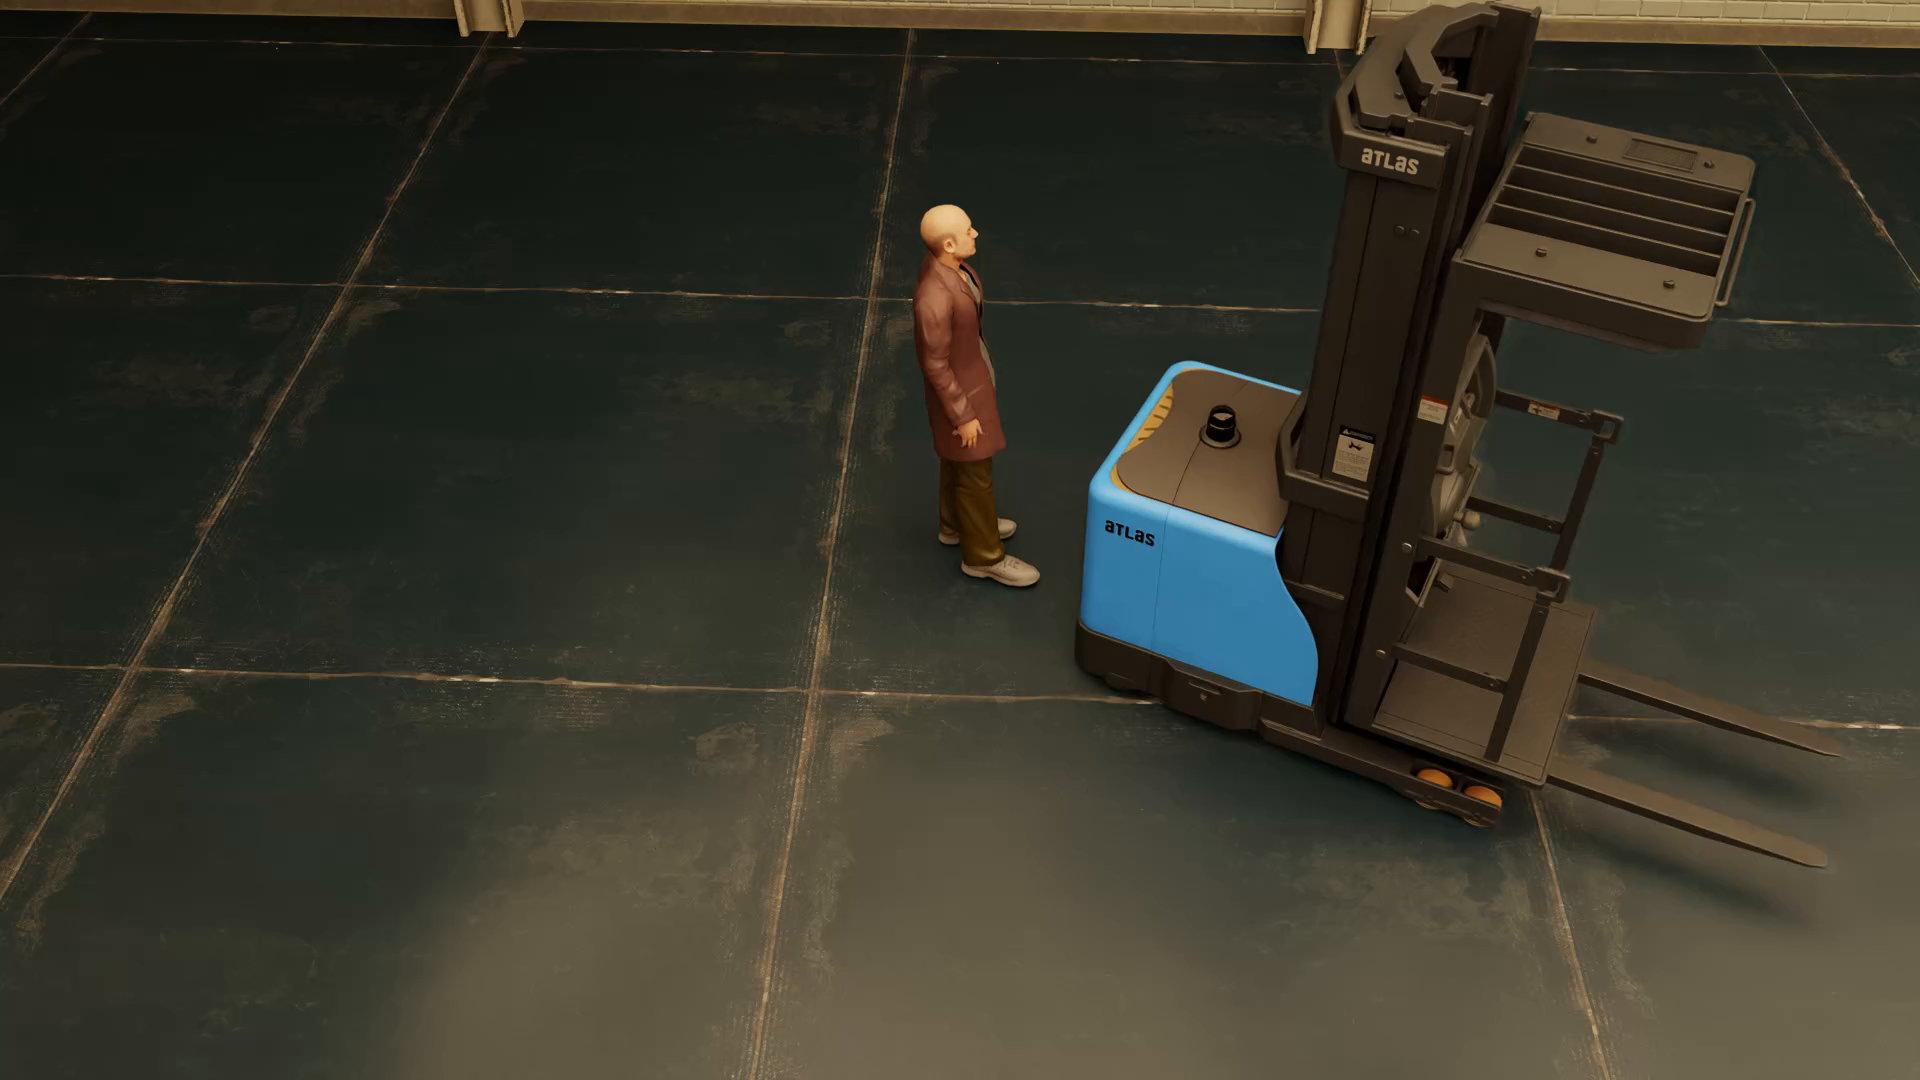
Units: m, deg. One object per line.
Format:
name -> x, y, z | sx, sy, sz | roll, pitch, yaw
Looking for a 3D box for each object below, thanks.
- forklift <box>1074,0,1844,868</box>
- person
forklift -> 2.050, -0.349, 6.124 | 3.031, 2.935, 1.130 | 19, 46, 19
person -> 0.097, -0.581, 7.395 | 0.576, 1.554, 0.697 | 2, 42, 2
